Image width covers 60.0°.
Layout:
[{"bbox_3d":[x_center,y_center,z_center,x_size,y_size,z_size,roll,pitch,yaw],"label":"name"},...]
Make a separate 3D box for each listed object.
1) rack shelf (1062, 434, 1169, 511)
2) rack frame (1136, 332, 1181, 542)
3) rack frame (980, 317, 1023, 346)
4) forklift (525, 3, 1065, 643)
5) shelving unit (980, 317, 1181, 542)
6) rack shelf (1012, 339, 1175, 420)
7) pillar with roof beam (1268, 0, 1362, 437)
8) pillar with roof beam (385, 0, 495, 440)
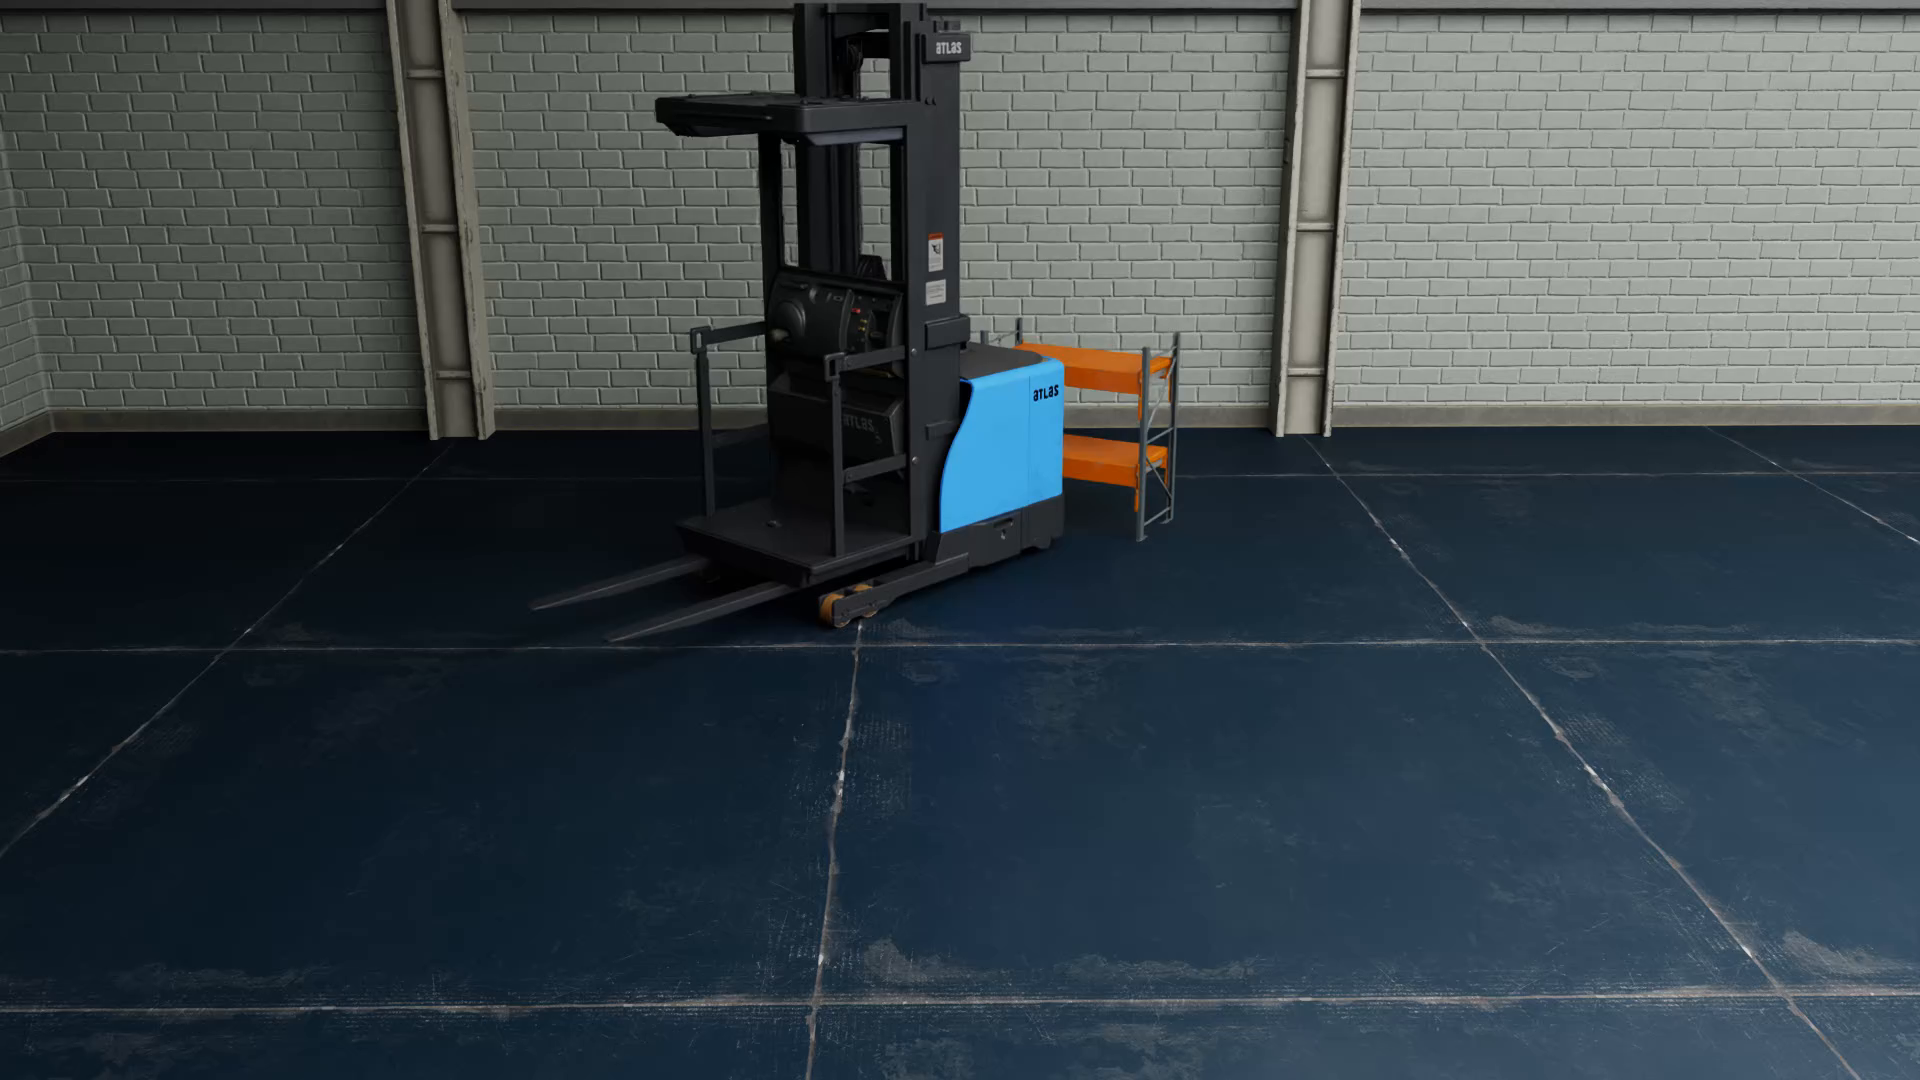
[{"bbox_3d":[0.695,-0.436,9.865,1.000,0.278,0.538,9,20,27],"label":"rack shelf"},{"bbox_3d":[1.141,-0.594,9.559,0.032,1.125,0.500,9,20,27],"label":"rack frame"},{"bbox_3d":[0.249,-0.743,10.023,0.032,1.125,0.500,9,20,27],"label":"rack frame"},{"bbox_3d":[-0.780,-1.139,8.299,1.130,2.935,3.031,16,24,40],"label":"forklift"},{"bbox_3d":[0.695,-0.669,9.791,1.048,1.125,0.538,9,20,27],"label":"shelving unit"},{"bbox_3d":[0.695,-0.947,9.701,1.000,0.278,0.538,9,20,27],"label":"rack shelf"},{"bbox_3d":[2.511,-3.755,6.520,0.400,9.000,9.100,0,18,-1],"label":"pillar with roof beam"},{"bbox_3d":[-3.488,-3.726,6.429,0.400,9.000,9.100,0,18,-1],"label":"pillar with roof beam"}]
